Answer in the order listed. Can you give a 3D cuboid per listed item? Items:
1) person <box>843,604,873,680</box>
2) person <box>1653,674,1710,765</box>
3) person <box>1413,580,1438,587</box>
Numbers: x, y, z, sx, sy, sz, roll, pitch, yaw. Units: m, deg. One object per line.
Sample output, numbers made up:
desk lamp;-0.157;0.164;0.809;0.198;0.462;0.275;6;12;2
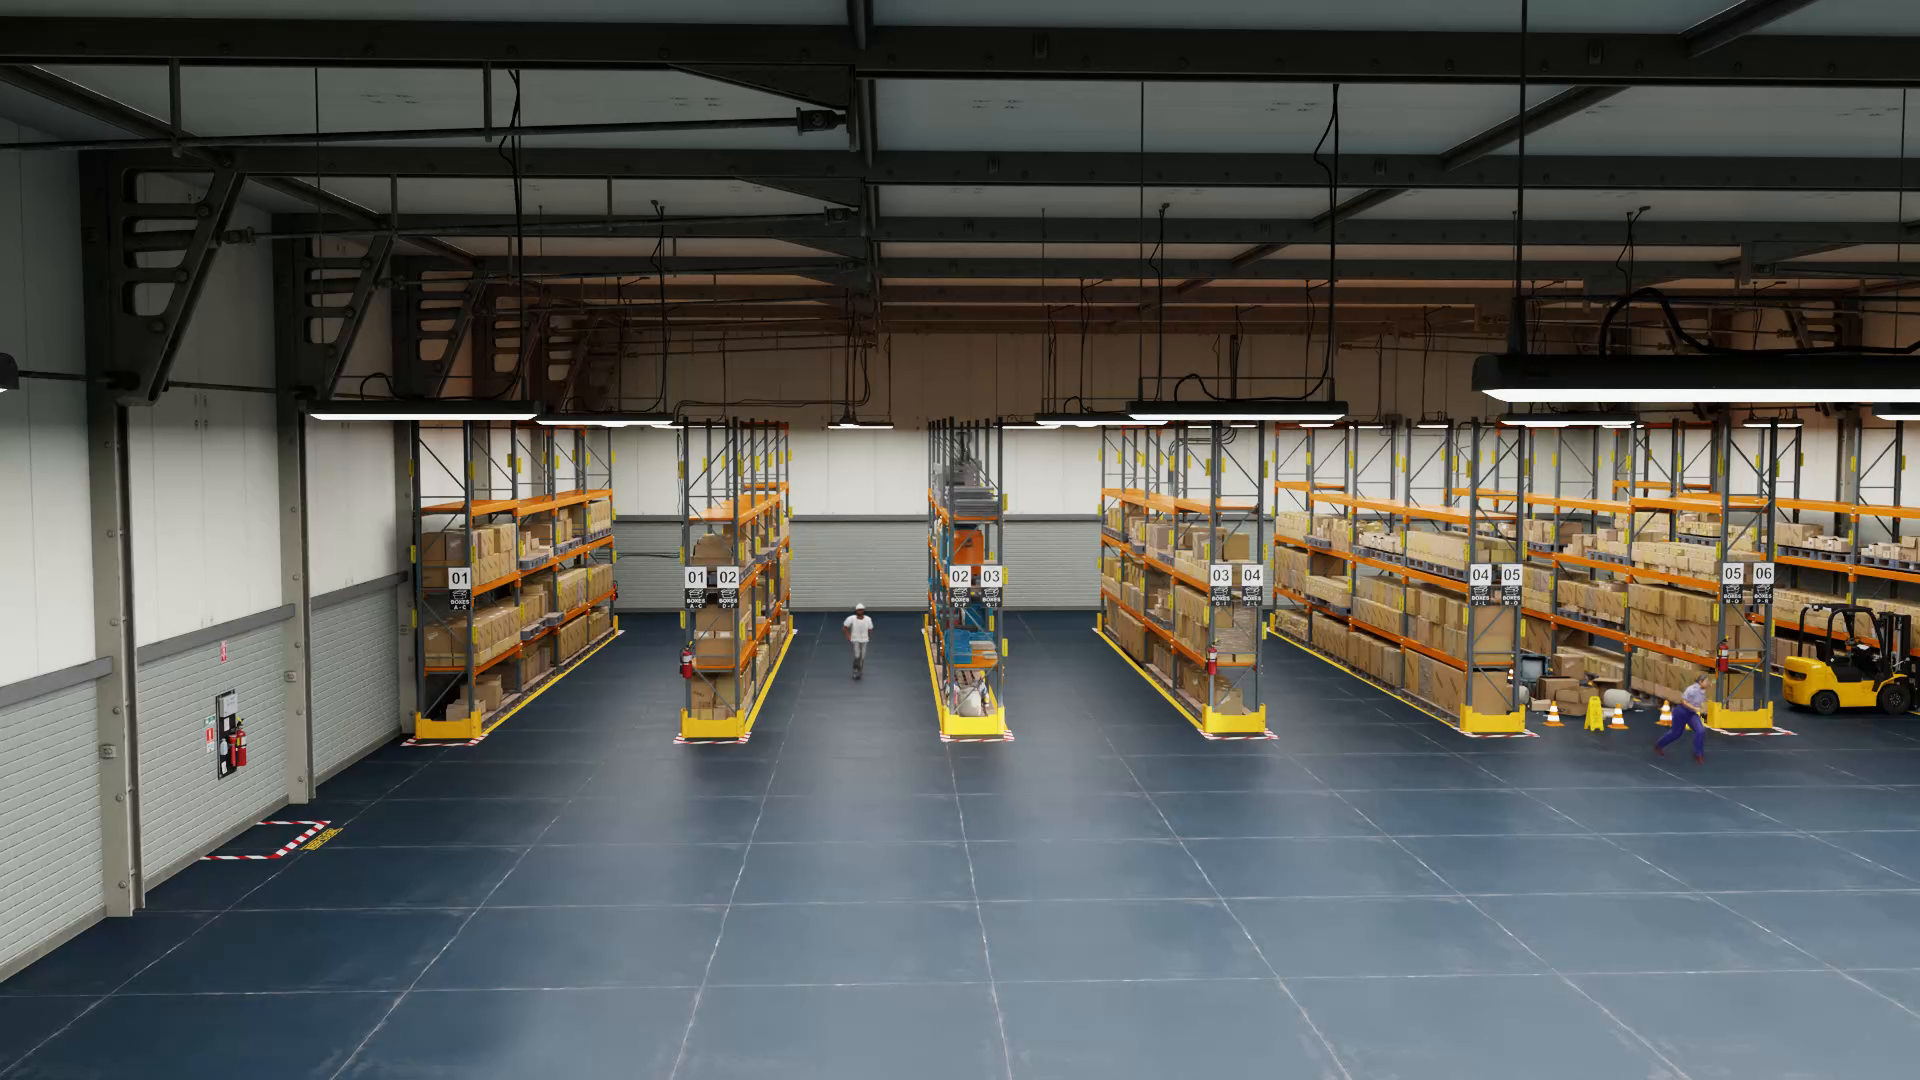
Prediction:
person;-2.311;2.348;38.351;0.675;1.745;0.660;-1;4;-20
person;12.540;3.084;28.888;0.648;1.613;0.962;-3;5;-41
person;13.840;1.643;49.336;0.766;1.804;0.709;0;4;7
